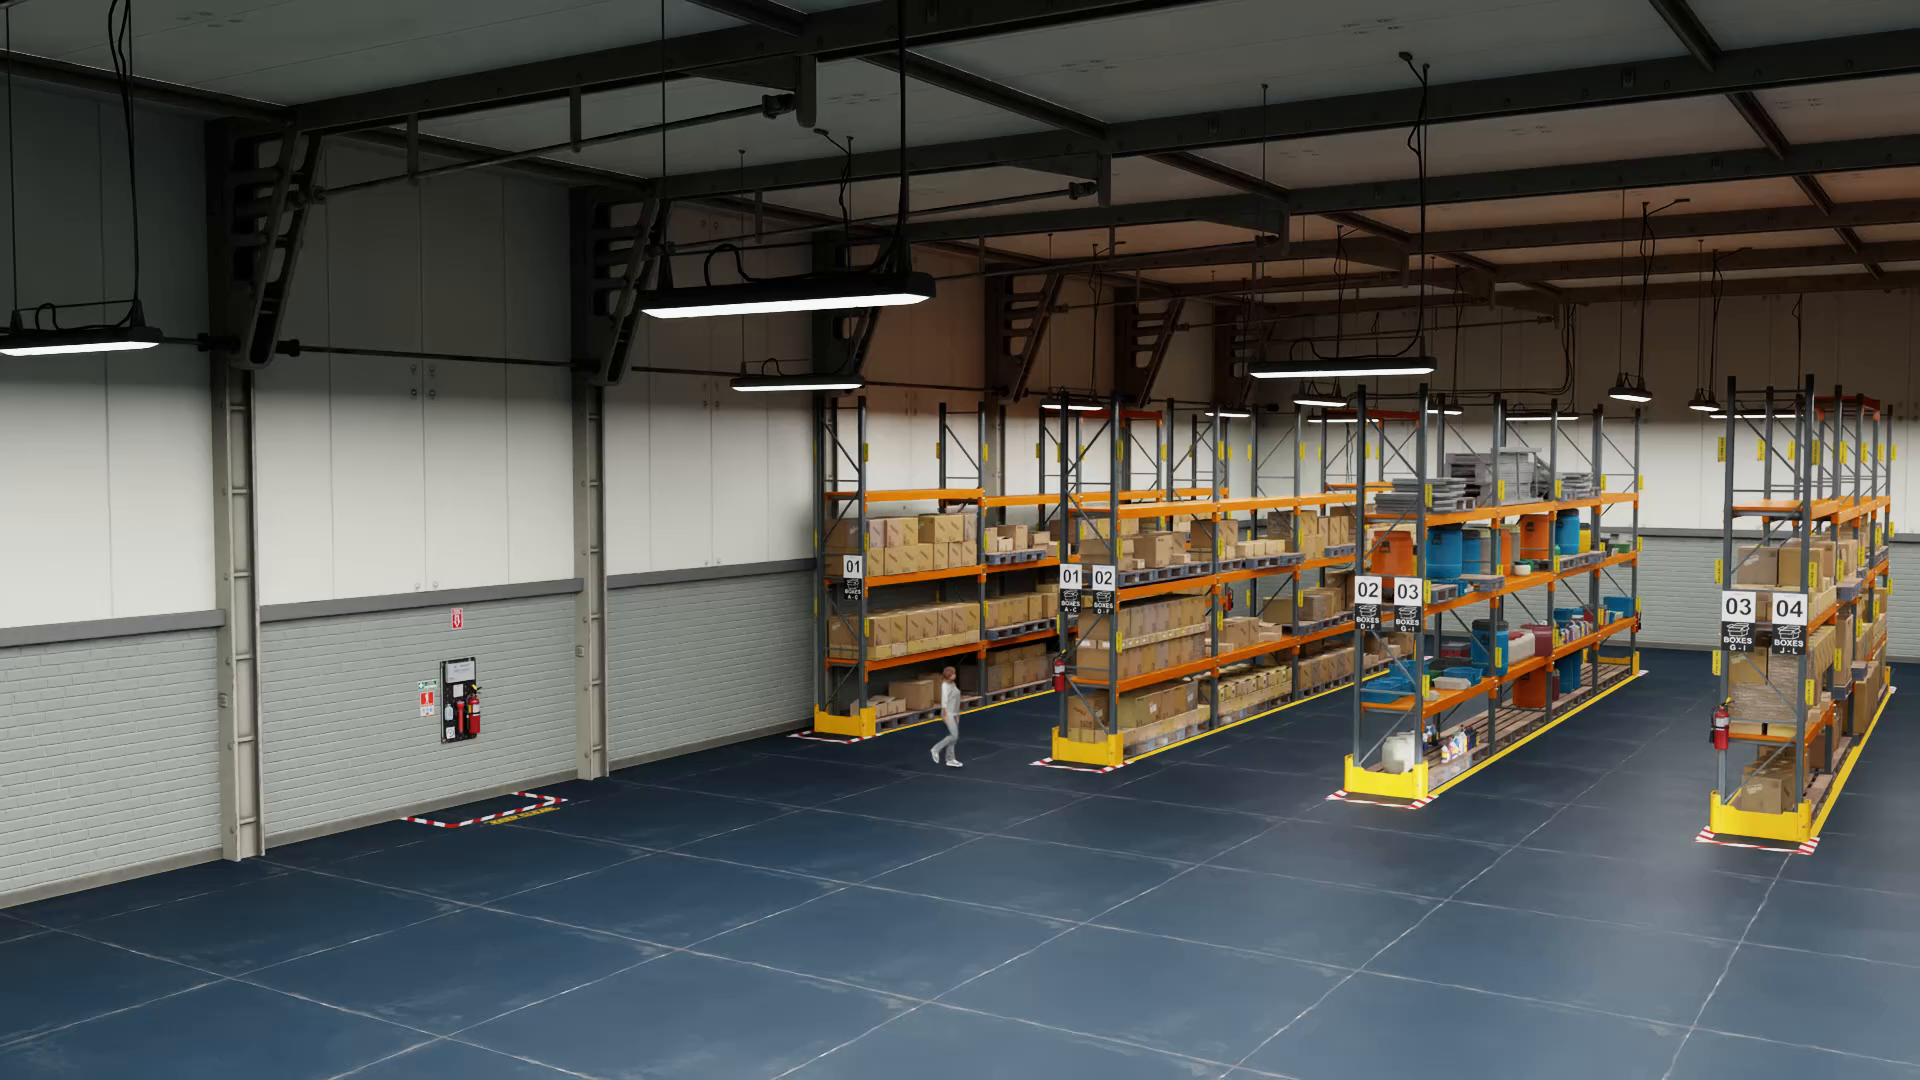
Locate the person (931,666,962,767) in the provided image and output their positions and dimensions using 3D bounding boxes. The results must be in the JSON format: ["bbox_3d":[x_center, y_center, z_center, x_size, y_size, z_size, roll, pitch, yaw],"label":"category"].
[{"bbox_3d":[-0.197,2.801,26.432,0.489,1.596,0.428,1,3,19],"label":"person"}]
